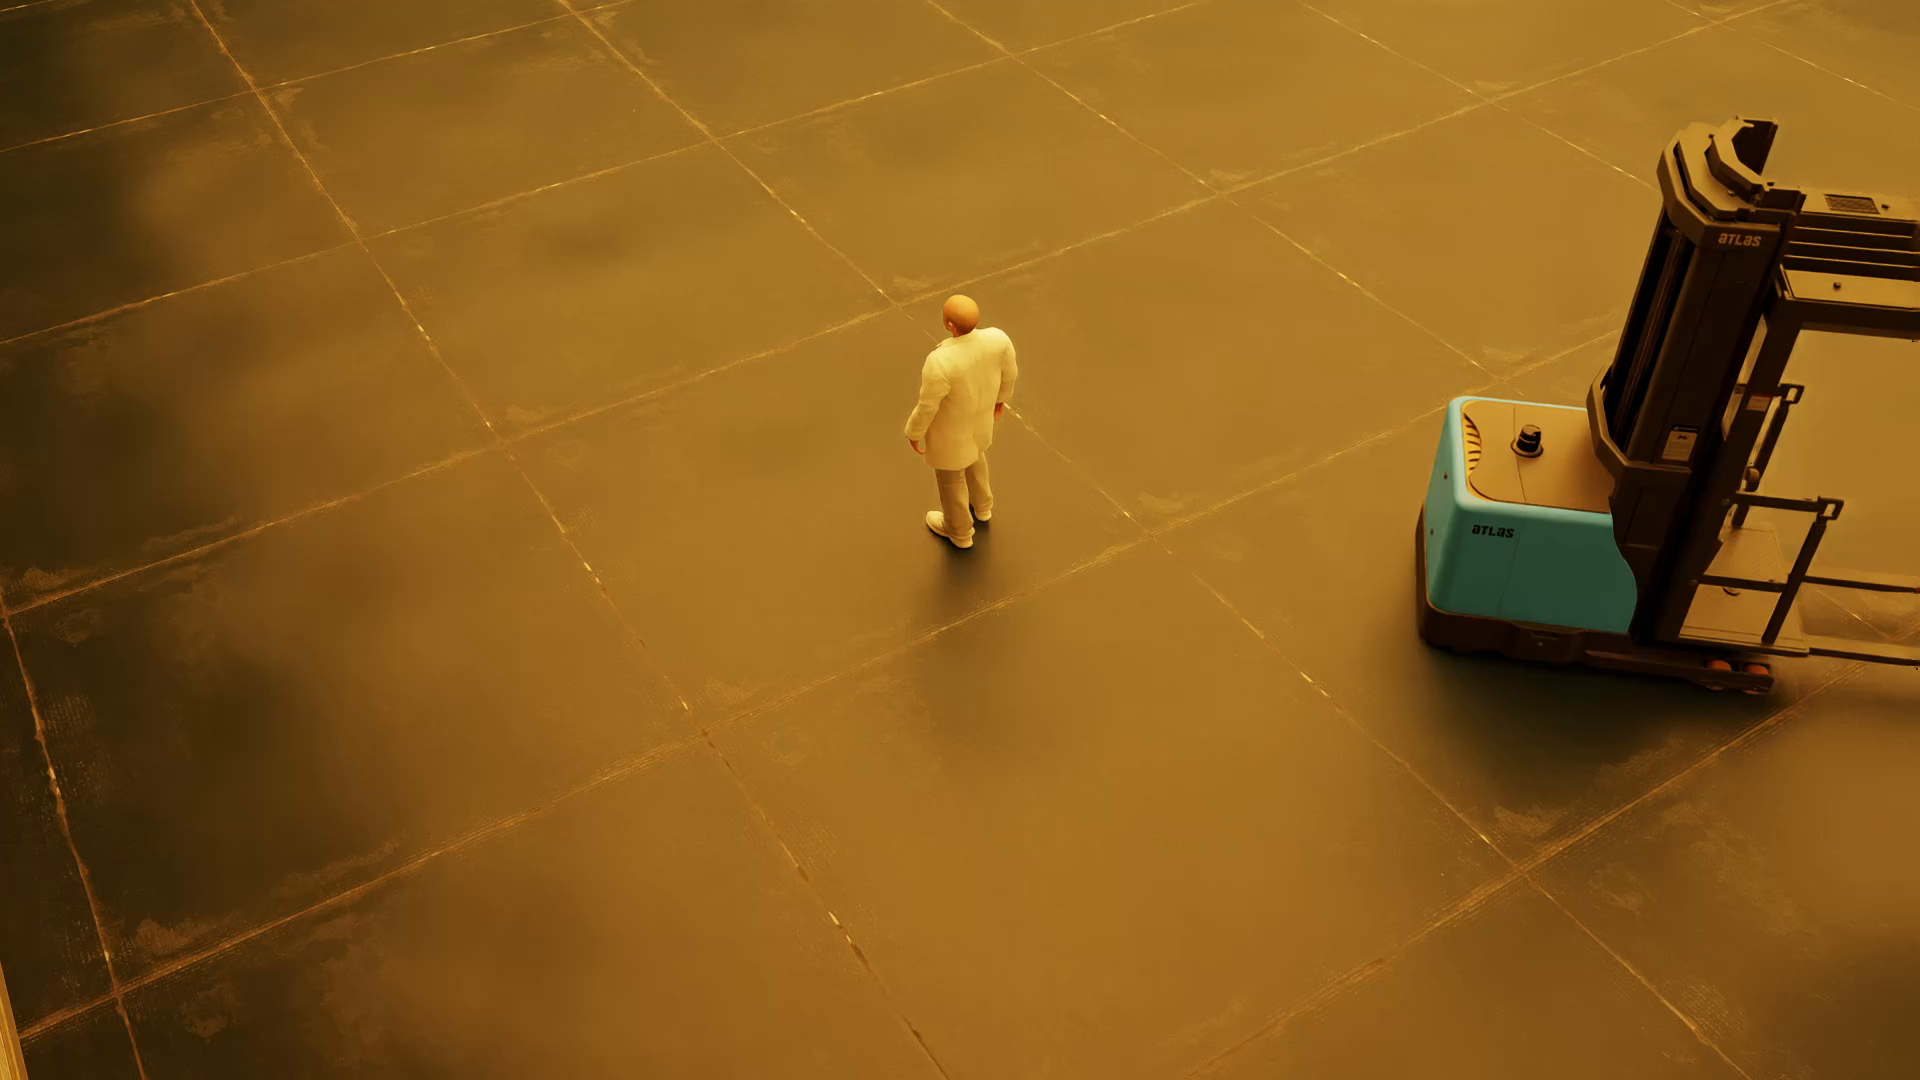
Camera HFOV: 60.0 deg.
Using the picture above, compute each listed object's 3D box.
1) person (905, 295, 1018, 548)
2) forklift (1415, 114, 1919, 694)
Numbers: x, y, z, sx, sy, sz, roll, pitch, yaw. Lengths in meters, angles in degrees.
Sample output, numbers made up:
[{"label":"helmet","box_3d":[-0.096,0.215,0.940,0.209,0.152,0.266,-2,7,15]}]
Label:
[{"label":"person","box_3d":[-0.046,-0.727,9.569,0.696,1.778,0.579,-23,46,-24]},{"label":"forklift","box_3d":[4.162,-0.637,8.600,3.031,2.935,1.130,7,42,8]}]
